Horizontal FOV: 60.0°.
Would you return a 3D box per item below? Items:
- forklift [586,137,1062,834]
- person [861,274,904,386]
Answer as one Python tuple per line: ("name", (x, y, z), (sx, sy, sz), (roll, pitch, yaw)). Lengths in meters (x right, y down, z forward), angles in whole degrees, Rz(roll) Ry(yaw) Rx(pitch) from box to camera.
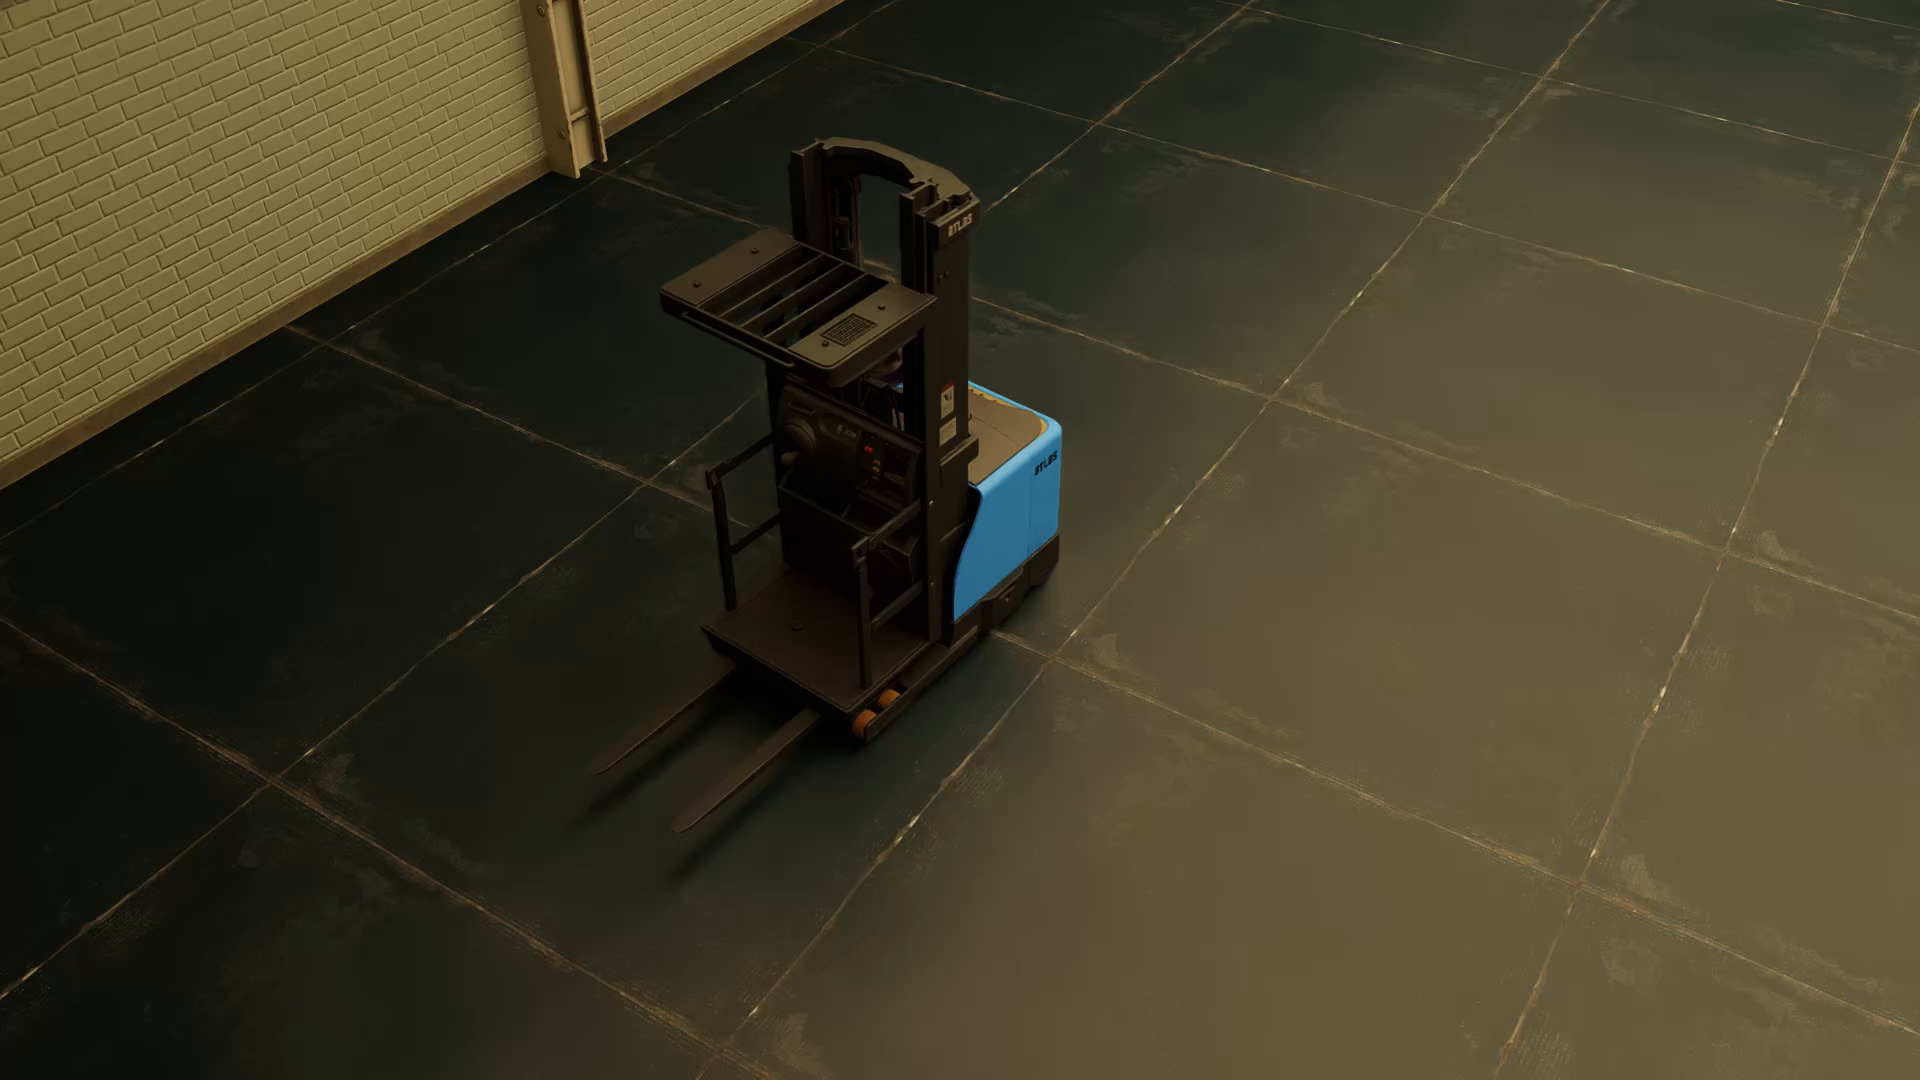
("forklift", (-0.715, -0.403, 8.443), (1.130, 2.935, 3.031), (27, 47, 28))
("person", (-0.375, -1.030, 10.329), (0.779, 1.556, 0.594), (31, 49, 32))
